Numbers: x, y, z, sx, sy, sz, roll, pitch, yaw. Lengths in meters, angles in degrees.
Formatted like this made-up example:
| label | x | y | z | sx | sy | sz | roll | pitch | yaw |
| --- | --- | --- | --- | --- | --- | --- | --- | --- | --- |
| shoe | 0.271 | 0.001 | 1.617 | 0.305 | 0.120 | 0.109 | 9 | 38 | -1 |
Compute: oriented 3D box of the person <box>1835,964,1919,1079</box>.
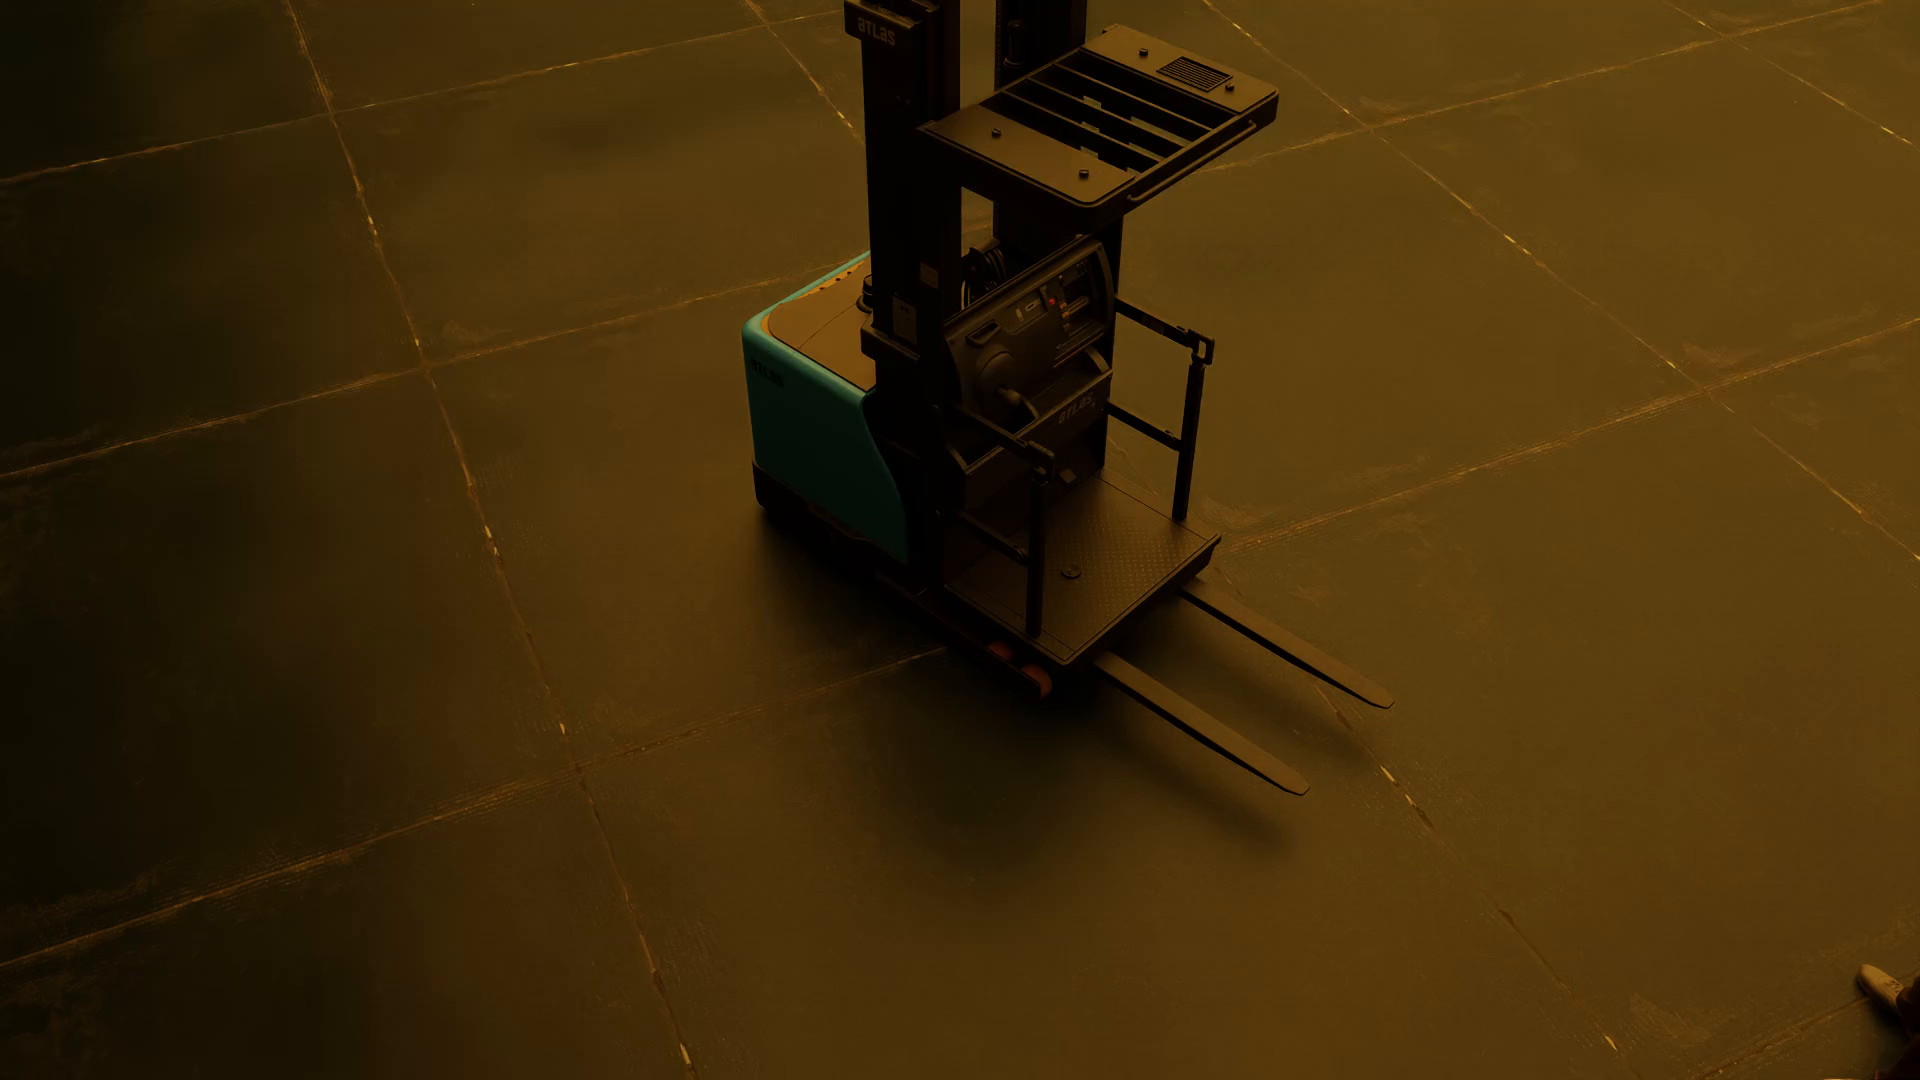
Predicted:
| label | x | y | z | sx | sy | sz | roll | pitch | yaw |
| --- | --- | --- | --- | --- | --- | --- | --- | --- | --- |
| person | 3.315 | 1.244 | 5.329 | 0.454 | 1.598 | 0.740 | 29 | 50 | 27 |

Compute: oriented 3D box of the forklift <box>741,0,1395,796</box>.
| label | x | y | z | sx | sy | sz | roll | pitch | yaw |
| --- | --- | --- | --- | --- | --- | --- | --- | --- | --- |
| forklift | 0.445 | -0.788 | 6.525 | 3.031 | 2.935 | 1.130 | 32 | 52 | 30 |
